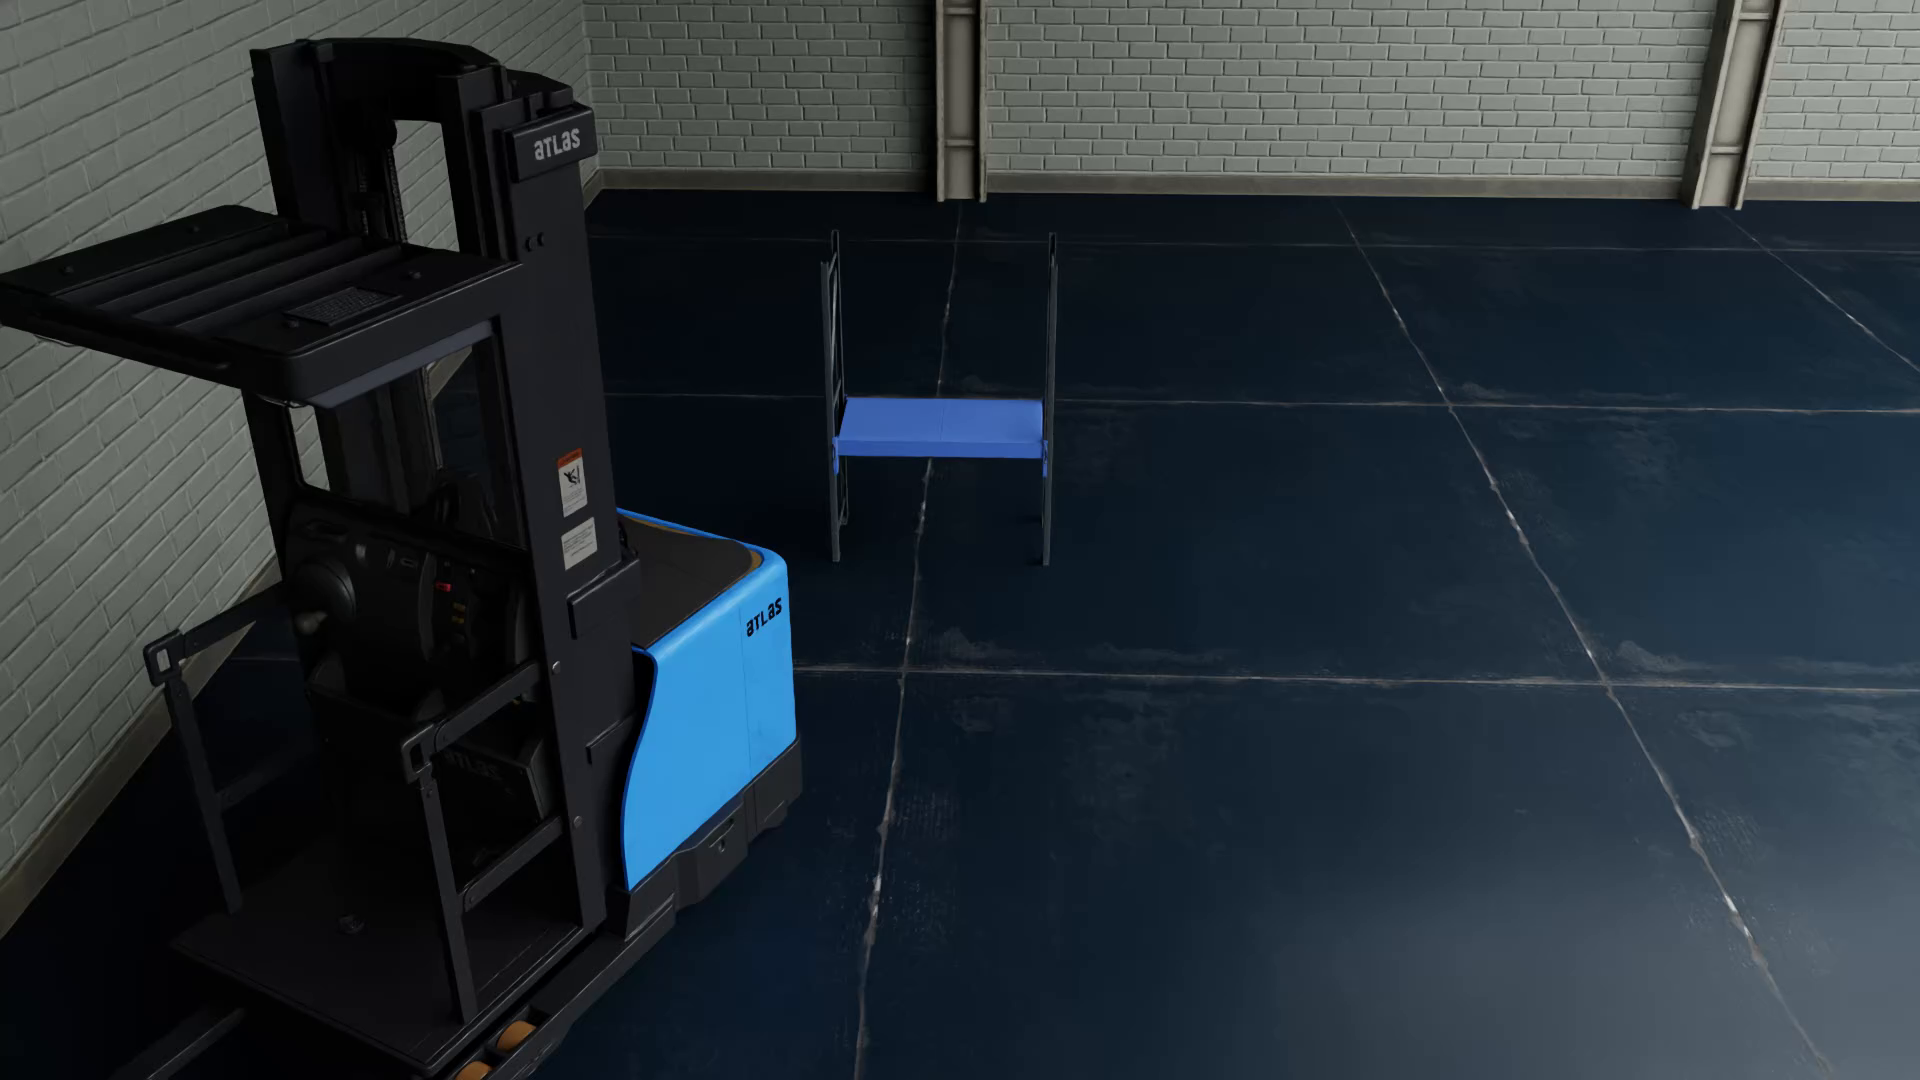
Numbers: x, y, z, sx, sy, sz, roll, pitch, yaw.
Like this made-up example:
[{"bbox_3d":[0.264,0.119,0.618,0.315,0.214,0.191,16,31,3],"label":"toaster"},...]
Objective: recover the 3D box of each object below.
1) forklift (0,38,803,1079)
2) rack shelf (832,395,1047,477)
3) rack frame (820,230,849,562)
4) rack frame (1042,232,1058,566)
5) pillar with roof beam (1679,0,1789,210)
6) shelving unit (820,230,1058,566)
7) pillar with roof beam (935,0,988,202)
[{"bbox_3d":[-1.746,0.196,4.751,1.130,2.935,3.031,14,31,25],"label":"forklift"},{"bbox_3d":[-0.085,-0.505,7.986,1.000,0.185,0.538,1,28,2],"label":"rack shelf"},{"bbox_3d":[-0.593,-0.672,7.917,0.032,1.500,0.500,1,28,2],"label":"rack frame"},{"bbox_3d":[0.423,-0.656,7.886,0.032,1.500,0.500,1,28,2],"label":"rack frame"},{"bbox_3d":[5.859,-4.658,7.429,0.400,9.000,9.100,1,28,2],"label":"pillar with roof beam"},{"bbox_3d":[-0.085,-0.664,7.901,1.048,1.500,0.538,1,28,2],"label":"shelving unit"},{"bbox_3d":[-0.137,-4.757,7.616,0.400,9.000,9.100,1,28,2],"label":"pillar with roof beam"}]
